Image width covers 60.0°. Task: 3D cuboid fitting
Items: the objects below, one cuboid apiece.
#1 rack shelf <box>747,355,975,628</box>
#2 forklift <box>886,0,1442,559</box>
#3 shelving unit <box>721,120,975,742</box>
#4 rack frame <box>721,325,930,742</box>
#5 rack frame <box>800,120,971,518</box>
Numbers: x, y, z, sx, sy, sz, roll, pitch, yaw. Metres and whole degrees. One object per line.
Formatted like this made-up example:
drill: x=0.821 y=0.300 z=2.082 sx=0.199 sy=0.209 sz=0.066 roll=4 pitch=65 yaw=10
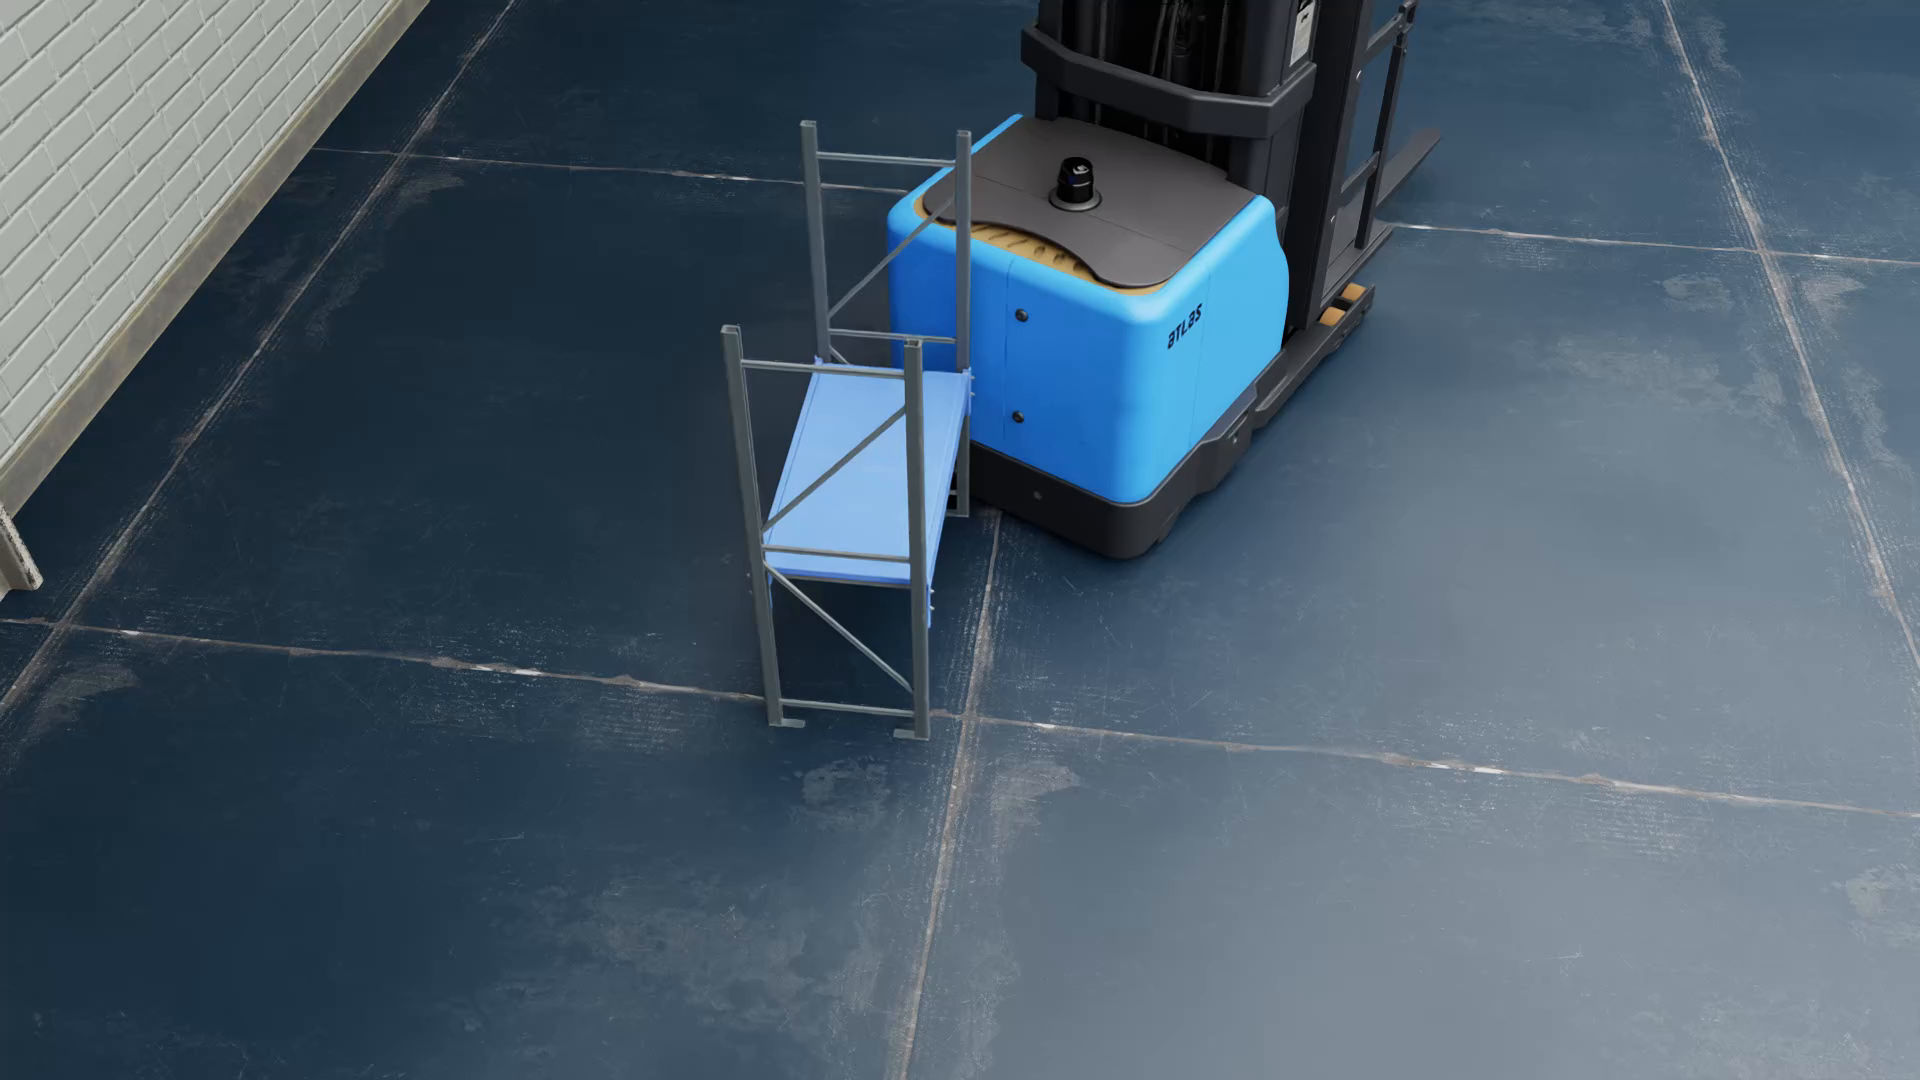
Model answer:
rack shelf: x=-0.279 y=-0.175 z=5.105 sx=0.538 sy=0.185 sz=1.000 roll=5 pitch=44 yaw=5
forklift: x=0.995 y=-1.982 z=5.711 sx=1.130 sy=2.935 sz=3.031 roll=25 pitch=49 yaw=24
shelving unit: x=-0.279 y=-0.305 z=4.981 sx=0.538 sy=1.500 sz=1.048 roll=5 pitch=44 yaw=5
rack frame: x=-0.342 y=0.042 z=4.615 sx=0.500 sy=1.500 sz=0.032 roll=5 pitch=44 yaw=5
rack frame: x=-0.217 y=-0.652 z=5.348 sx=0.500 sy=1.500 sz=0.032 roll=5 pitch=44 yaw=5
